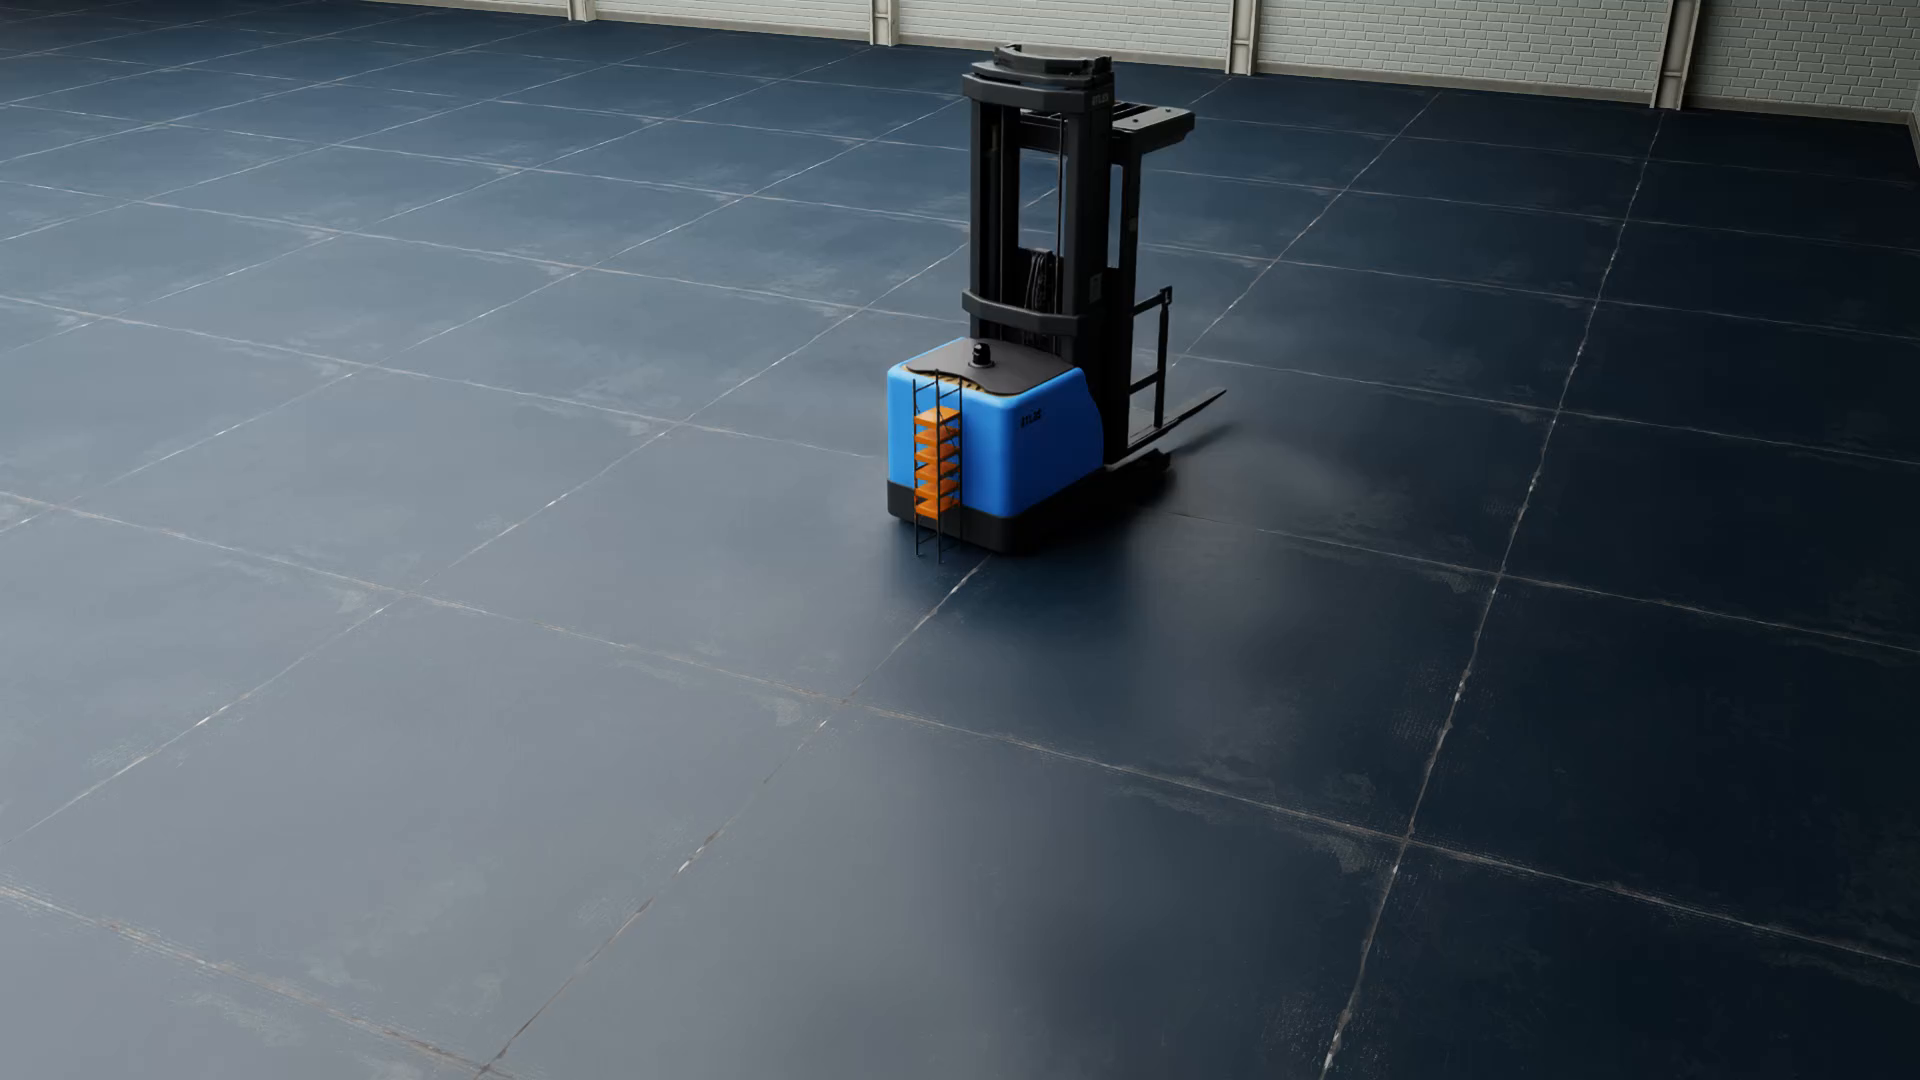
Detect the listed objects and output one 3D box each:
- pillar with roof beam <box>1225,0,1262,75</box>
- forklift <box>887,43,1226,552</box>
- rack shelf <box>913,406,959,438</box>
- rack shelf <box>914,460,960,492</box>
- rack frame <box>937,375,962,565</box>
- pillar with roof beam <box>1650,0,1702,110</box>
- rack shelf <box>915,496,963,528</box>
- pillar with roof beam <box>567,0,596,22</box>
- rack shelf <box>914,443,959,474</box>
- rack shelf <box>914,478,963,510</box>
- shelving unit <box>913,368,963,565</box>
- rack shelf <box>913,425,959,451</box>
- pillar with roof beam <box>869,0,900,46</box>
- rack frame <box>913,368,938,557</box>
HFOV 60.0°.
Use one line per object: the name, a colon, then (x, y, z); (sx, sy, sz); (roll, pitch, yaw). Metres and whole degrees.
pillar with roof beam: (2.447, -9.350, 19.553); (0.400, 9.000, 9.100); (11, 28, 22)
forklift: (0.823, -1.823, 11.135); (1.130, 2.935, 3.031); (19, 32, 33)
rack shelf: (-0.135, -0.727, 10.153); (0.180, 0.103, 0.258); (19, 32, 33)
rack shelf: (-0.134, -0.405, 10.313); (0.180, 0.103, 0.258); (19, 32, 33)
rack frame: (-0.062, -0.420, 10.243); (0.006, 1.200, 0.240); (19, 32, 33)
pillar with roof beam: (7.909, -8.253, 17.325); (0.400, 9.000, 9.100); (11, 28, 22)
rack shelf: (-0.134, -0.190, 10.420); (0.180, 0.103, 0.258); (19, 32, 33)
pillar with roof beam: (-8.476, -11.544, 24.010); (0.400, 9.000, 9.100); (11, 28, 22)
rack shelf: (-0.135, -0.512, 10.260); (0.180, 0.103, 0.258); (19, 32, 33)
rack shelf: (-0.134, -0.297, 10.366); (0.180, 0.103, 0.258); (19, 32, 33)
shelving unit: (-0.134, -0.445, 10.293); (0.189, 1.200, 0.258); (19, 32, 33)
rack shelf: (-0.135, -0.620, 10.206); (0.180, 0.103, 0.258); (19, 32, 33)
pillar with roof beam: (-3.015, -10.447, 21.781); (0.400, 9.000, 9.100); (11, 28, 22)
rack frame: (-0.207, -0.469, 10.344); (0.006, 1.200, 0.240); (19, 32, 33)
